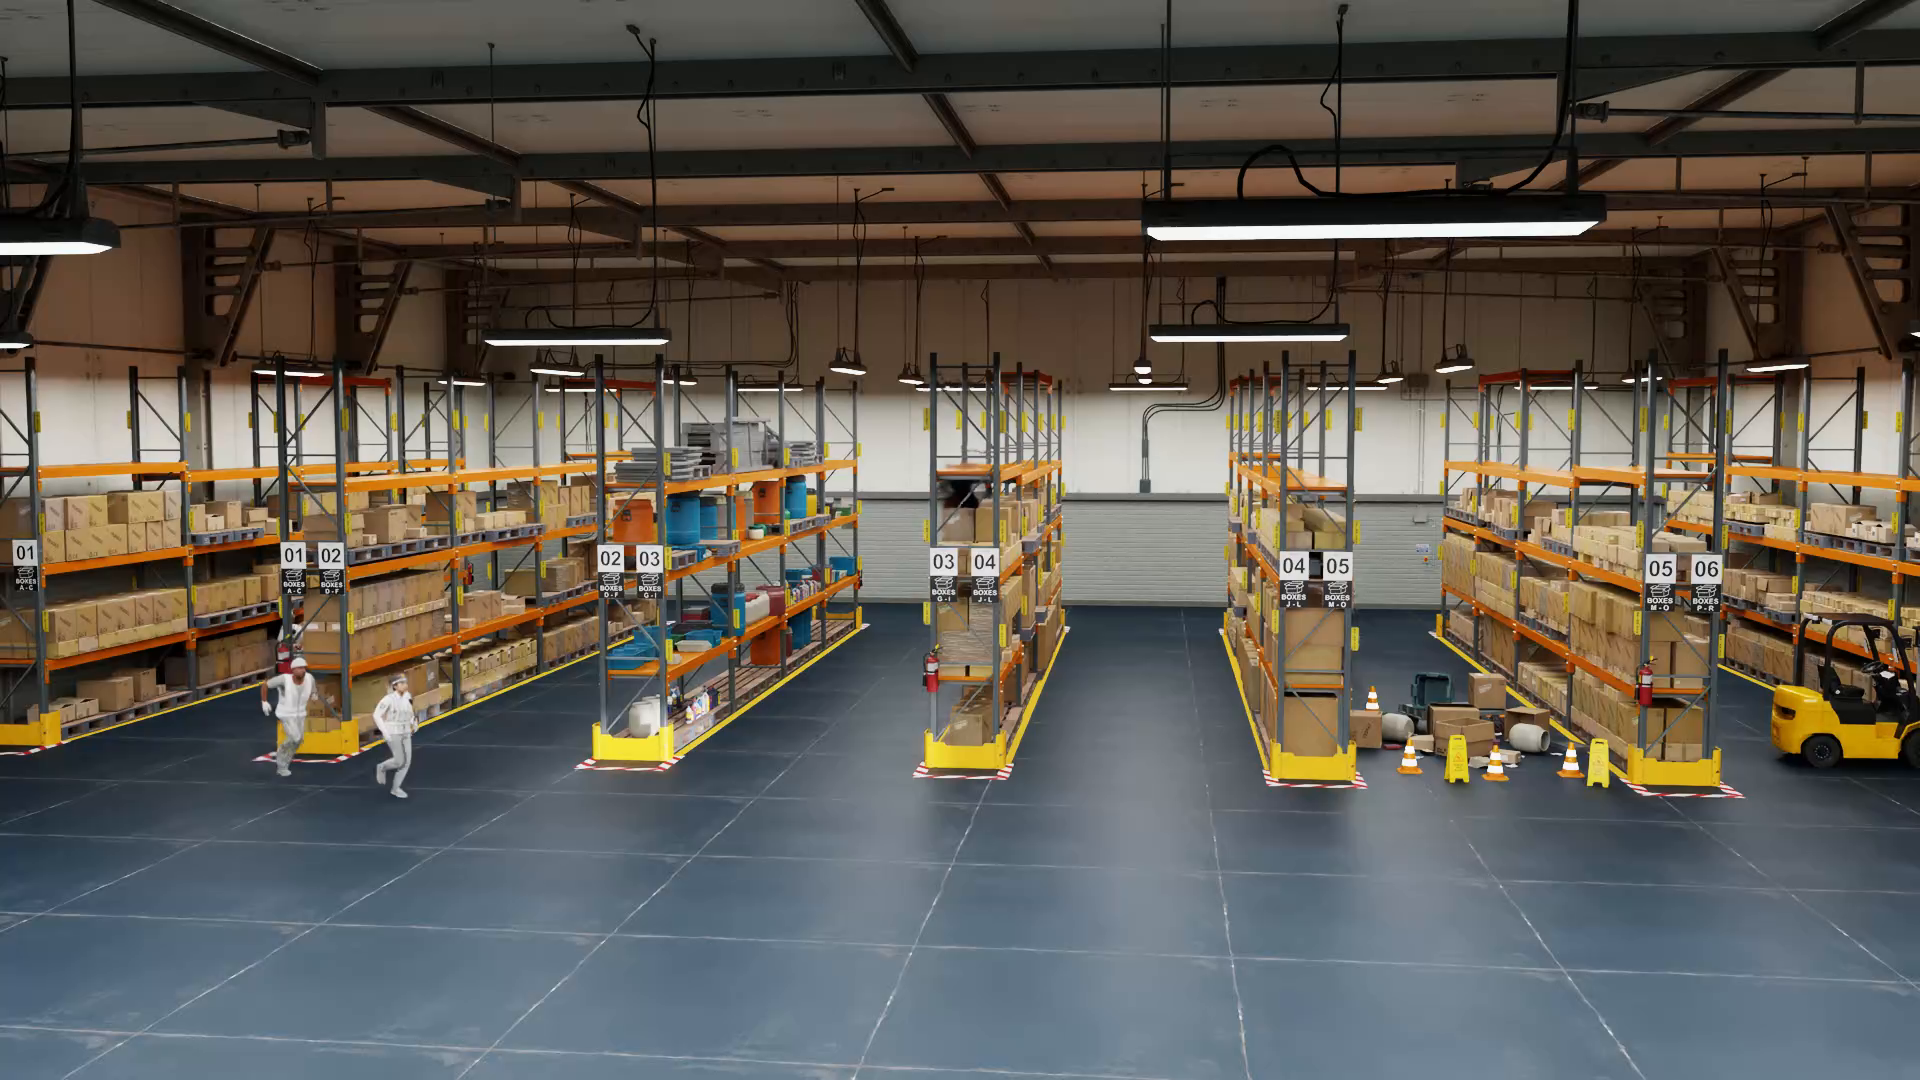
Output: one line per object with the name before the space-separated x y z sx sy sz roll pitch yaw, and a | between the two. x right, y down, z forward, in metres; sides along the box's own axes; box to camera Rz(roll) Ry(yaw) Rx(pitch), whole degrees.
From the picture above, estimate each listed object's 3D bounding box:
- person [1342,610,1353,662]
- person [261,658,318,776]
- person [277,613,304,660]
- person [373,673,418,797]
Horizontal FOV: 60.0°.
person | 7.704 1.737 34.021 0.635 1.684 0.650 1 4 9
person | -9.369 2.493 23.397 0.779 1.697 0.668 2 5 32
person | -11.733 2.082 29.291 0.599 1.663 0.858 0 4 4
person | -7.590 2.604 22.376 0.543 1.659 0.635 2 5 29
